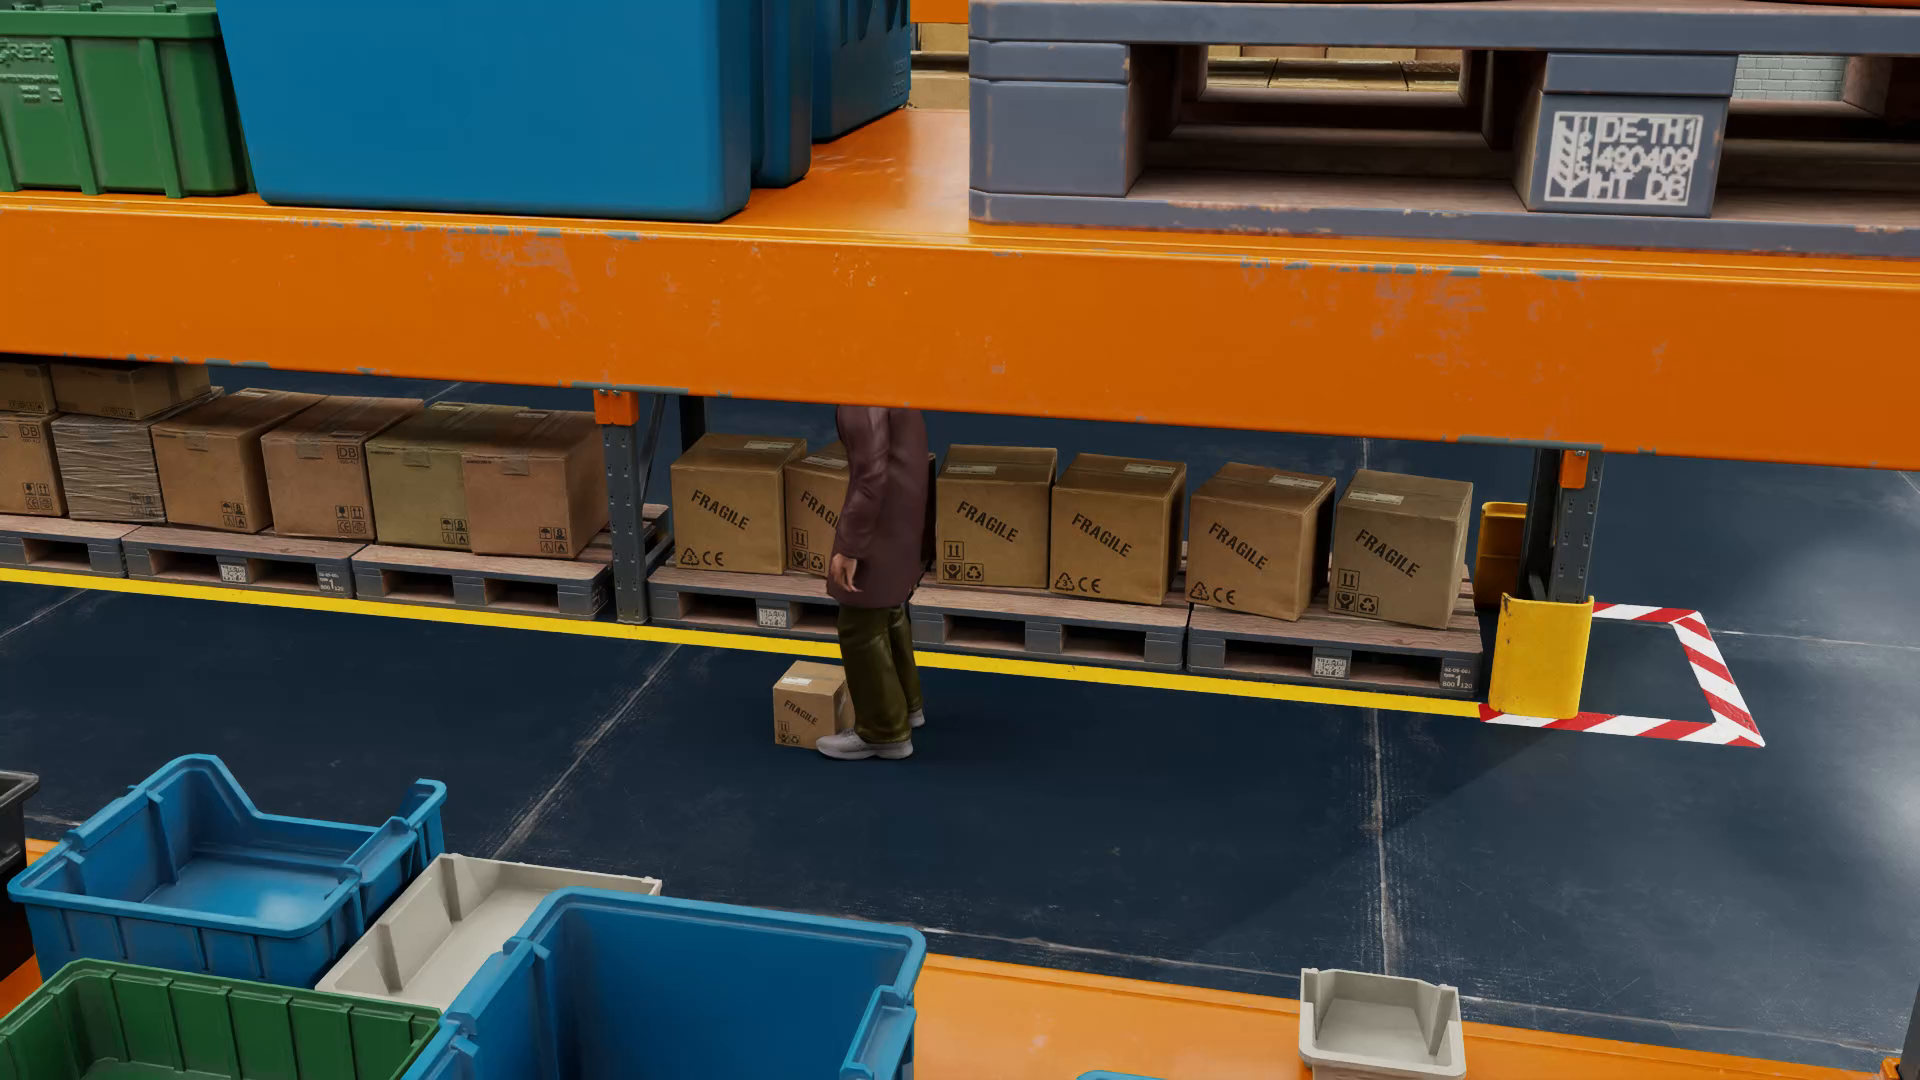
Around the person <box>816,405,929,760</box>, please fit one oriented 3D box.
[{"bbox_3d":[-0.326,-0.038,6.202,0.419,1.775,0.644,4,22,9],"label":"person"}]
